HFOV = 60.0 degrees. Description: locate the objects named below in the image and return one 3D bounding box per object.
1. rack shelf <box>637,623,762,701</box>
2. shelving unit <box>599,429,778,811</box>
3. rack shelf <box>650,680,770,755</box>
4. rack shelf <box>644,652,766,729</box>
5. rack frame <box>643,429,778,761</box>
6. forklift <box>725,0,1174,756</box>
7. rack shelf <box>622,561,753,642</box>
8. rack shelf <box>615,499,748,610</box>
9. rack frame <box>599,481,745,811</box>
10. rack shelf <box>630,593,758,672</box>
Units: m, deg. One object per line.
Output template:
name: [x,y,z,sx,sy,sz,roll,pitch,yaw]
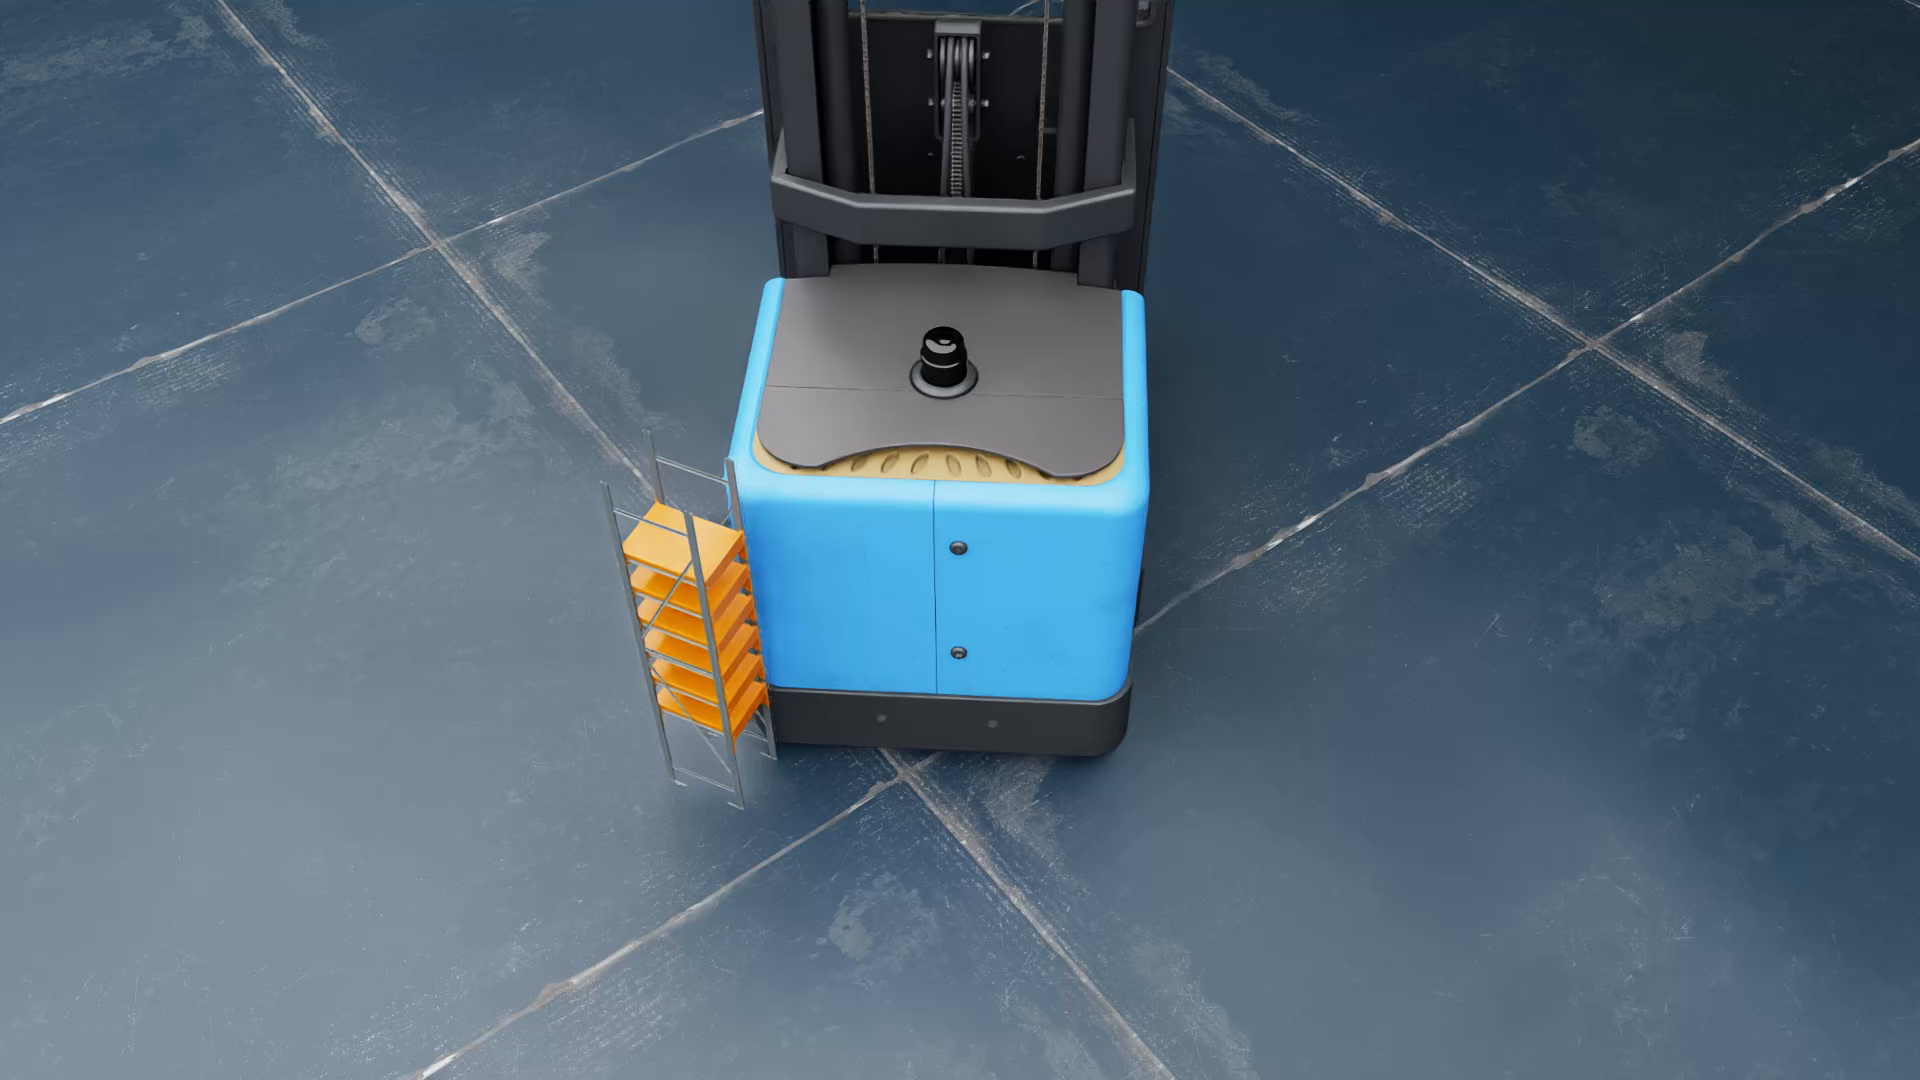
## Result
rack shelf: [-0.664,0.274,4.251,0.258,0.103,0.180,19,51,16]
shelving unit: [-0.664,0.244,4.218,0.258,1.200,0.189,19,51,16]
rack shelf: [-0.663,0.435,4.430,0.258,0.103,0.180,19,51,16]
rack shelf: [-0.664,0.354,4.340,0.258,0.103,0.180,19,51,16]
rack frame: [-0.626,0.183,4.274,0.240,1.200,0.006,19,51,16]
forklift: [0.021,-1.474,4.608,1.130,2.935,3.031,2,48,2]
rack shelf: [-0.664,0.114,4.073,0.258,0.103,0.180,19,51,16]
rack shelf: [-0.665,0.033,3.983,0.258,0.103,0.180,19,51,16]
rack frame: [-0.702,0.306,4.163,0.240,1.200,0.006,19,51,16]
rack shelf: [-0.664,0.194,4.162,0.258,0.103,0.180,19,51,16]
